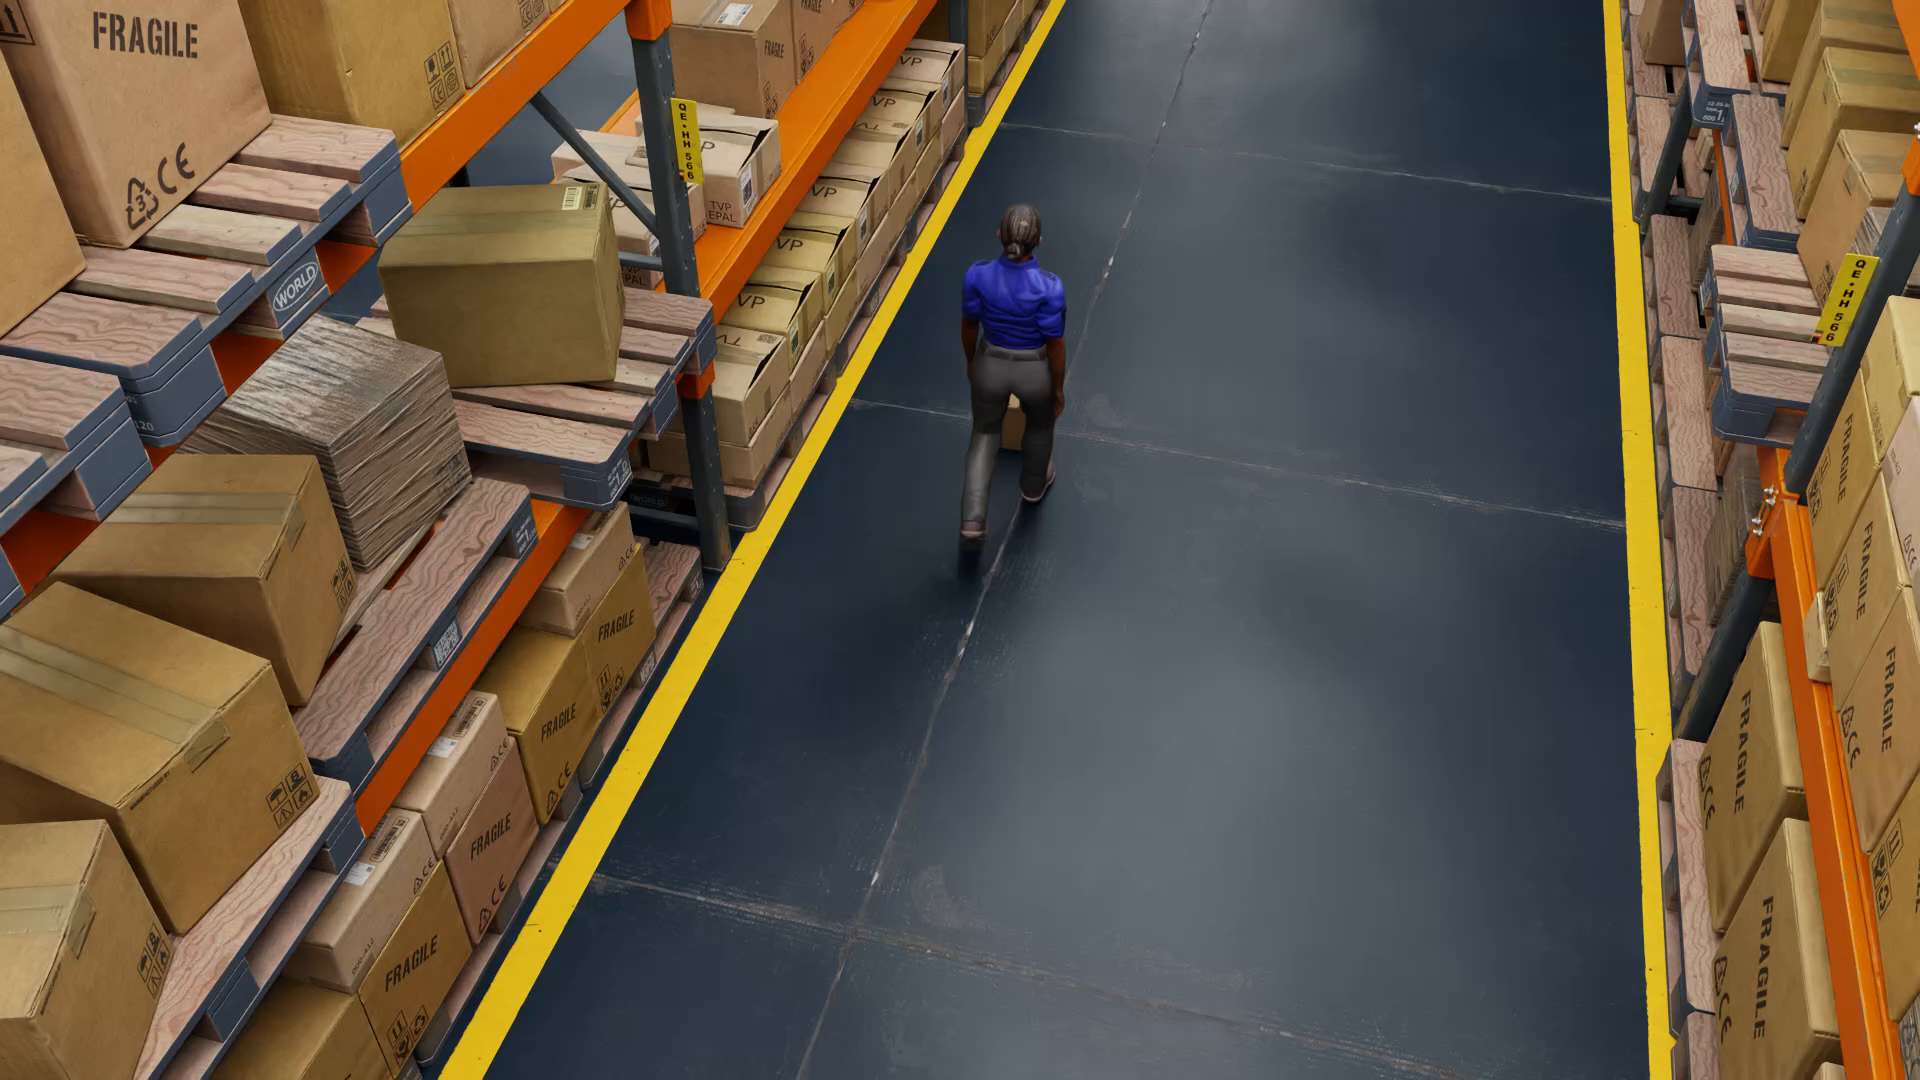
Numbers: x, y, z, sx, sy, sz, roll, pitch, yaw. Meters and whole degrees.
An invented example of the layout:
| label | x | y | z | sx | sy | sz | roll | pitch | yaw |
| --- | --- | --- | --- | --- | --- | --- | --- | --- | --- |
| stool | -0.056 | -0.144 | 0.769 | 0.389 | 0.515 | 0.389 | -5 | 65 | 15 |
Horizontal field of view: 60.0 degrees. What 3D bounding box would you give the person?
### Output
| label | x | y | z | sx | sy | sz | roll | pitch | yaw |
| --- | --- | --- | --- | --- | --- | --- | --- | --- | --- |
| person | 0.230 | -0.719 | 6.966 | 0.452 | 1.619 | 0.800 | 9 | 42 | 10 |
